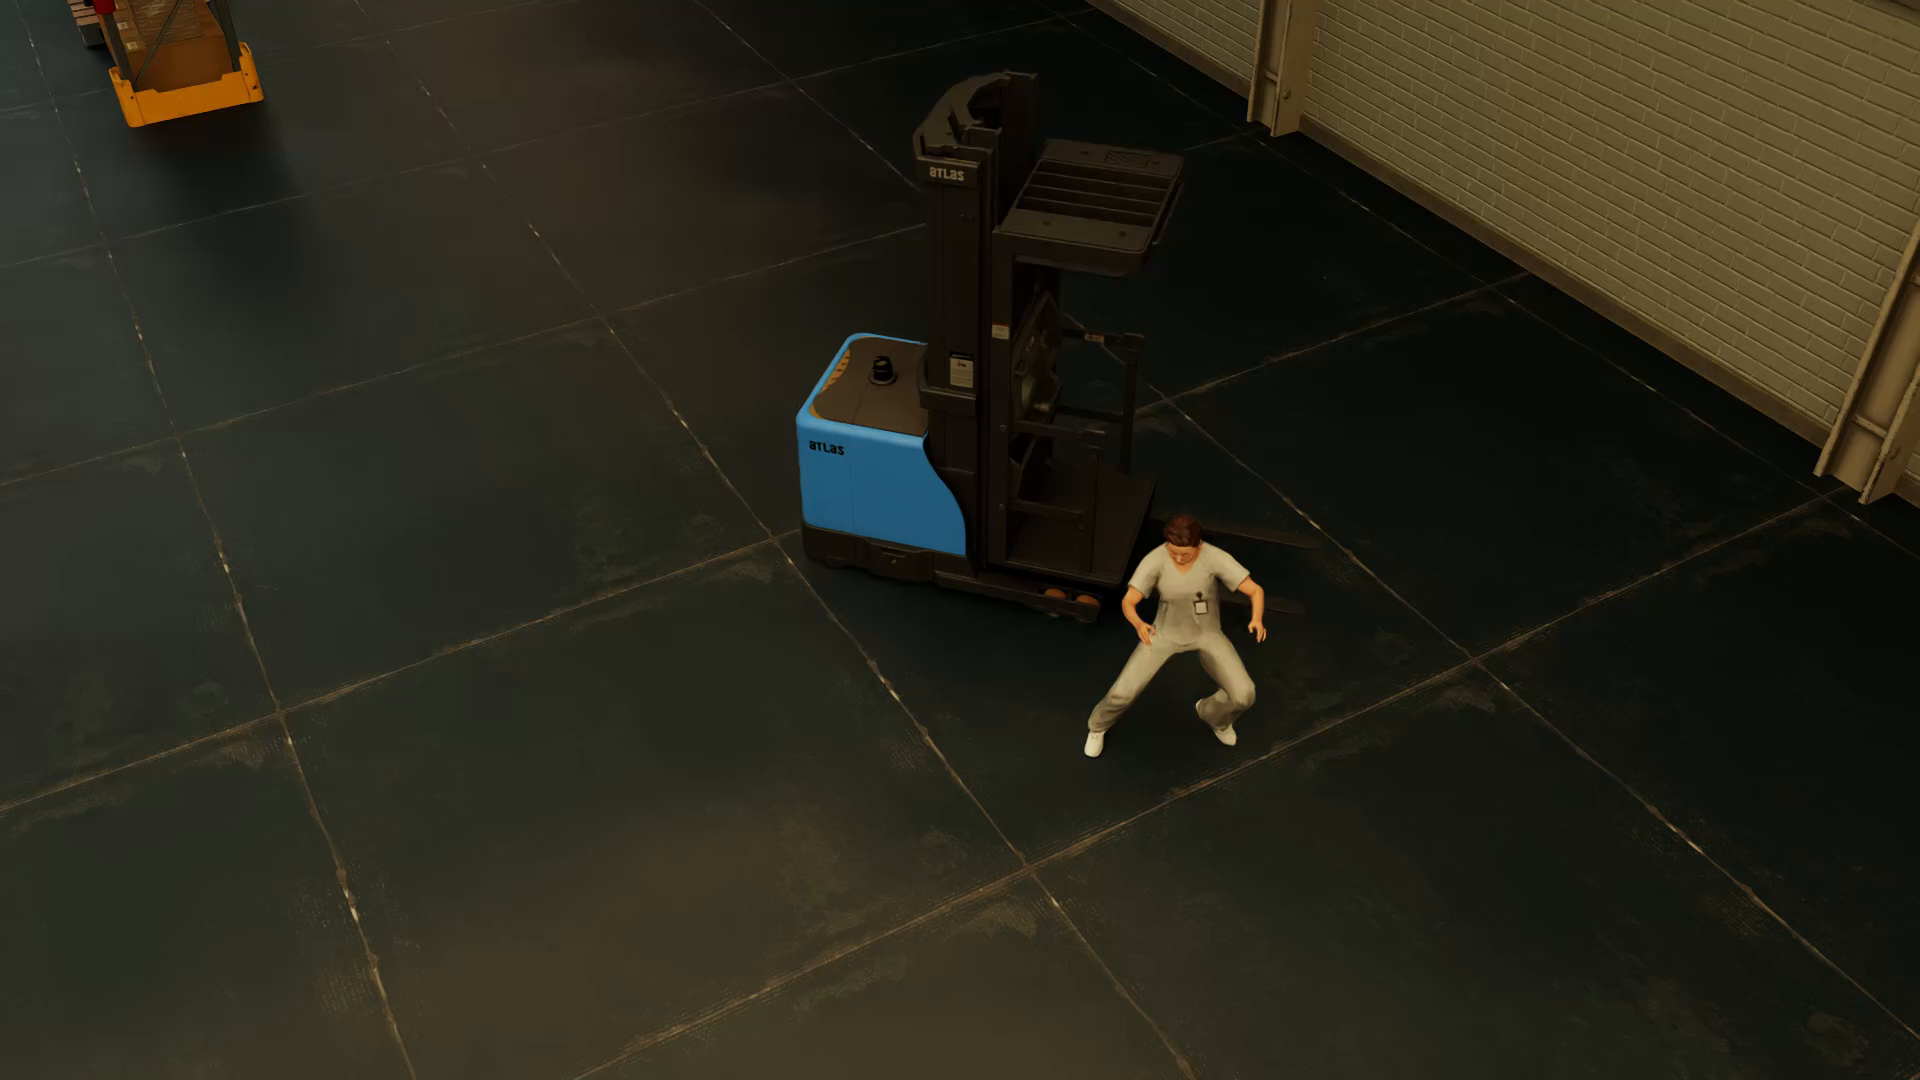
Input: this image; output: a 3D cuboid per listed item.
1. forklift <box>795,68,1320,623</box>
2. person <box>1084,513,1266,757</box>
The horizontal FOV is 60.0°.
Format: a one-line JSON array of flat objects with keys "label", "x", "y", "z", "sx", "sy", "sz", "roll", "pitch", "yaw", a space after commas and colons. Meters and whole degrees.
[{"label": "forklift", "x": 0.614, "y": -1.022, "z": 9.268, "sx": 3.031, "sy": 2.935, "sz": 1.130, "roll": 11, "pitch": 41, "yaw": 13}, {"label": "person", "x": 1.111, "y": 0.553, "z": 8.500, "sx": 0.865, "sy": 1.478, "sz": 0.734, "roll": 9, "pitch": 40, "yaw": 10}]
